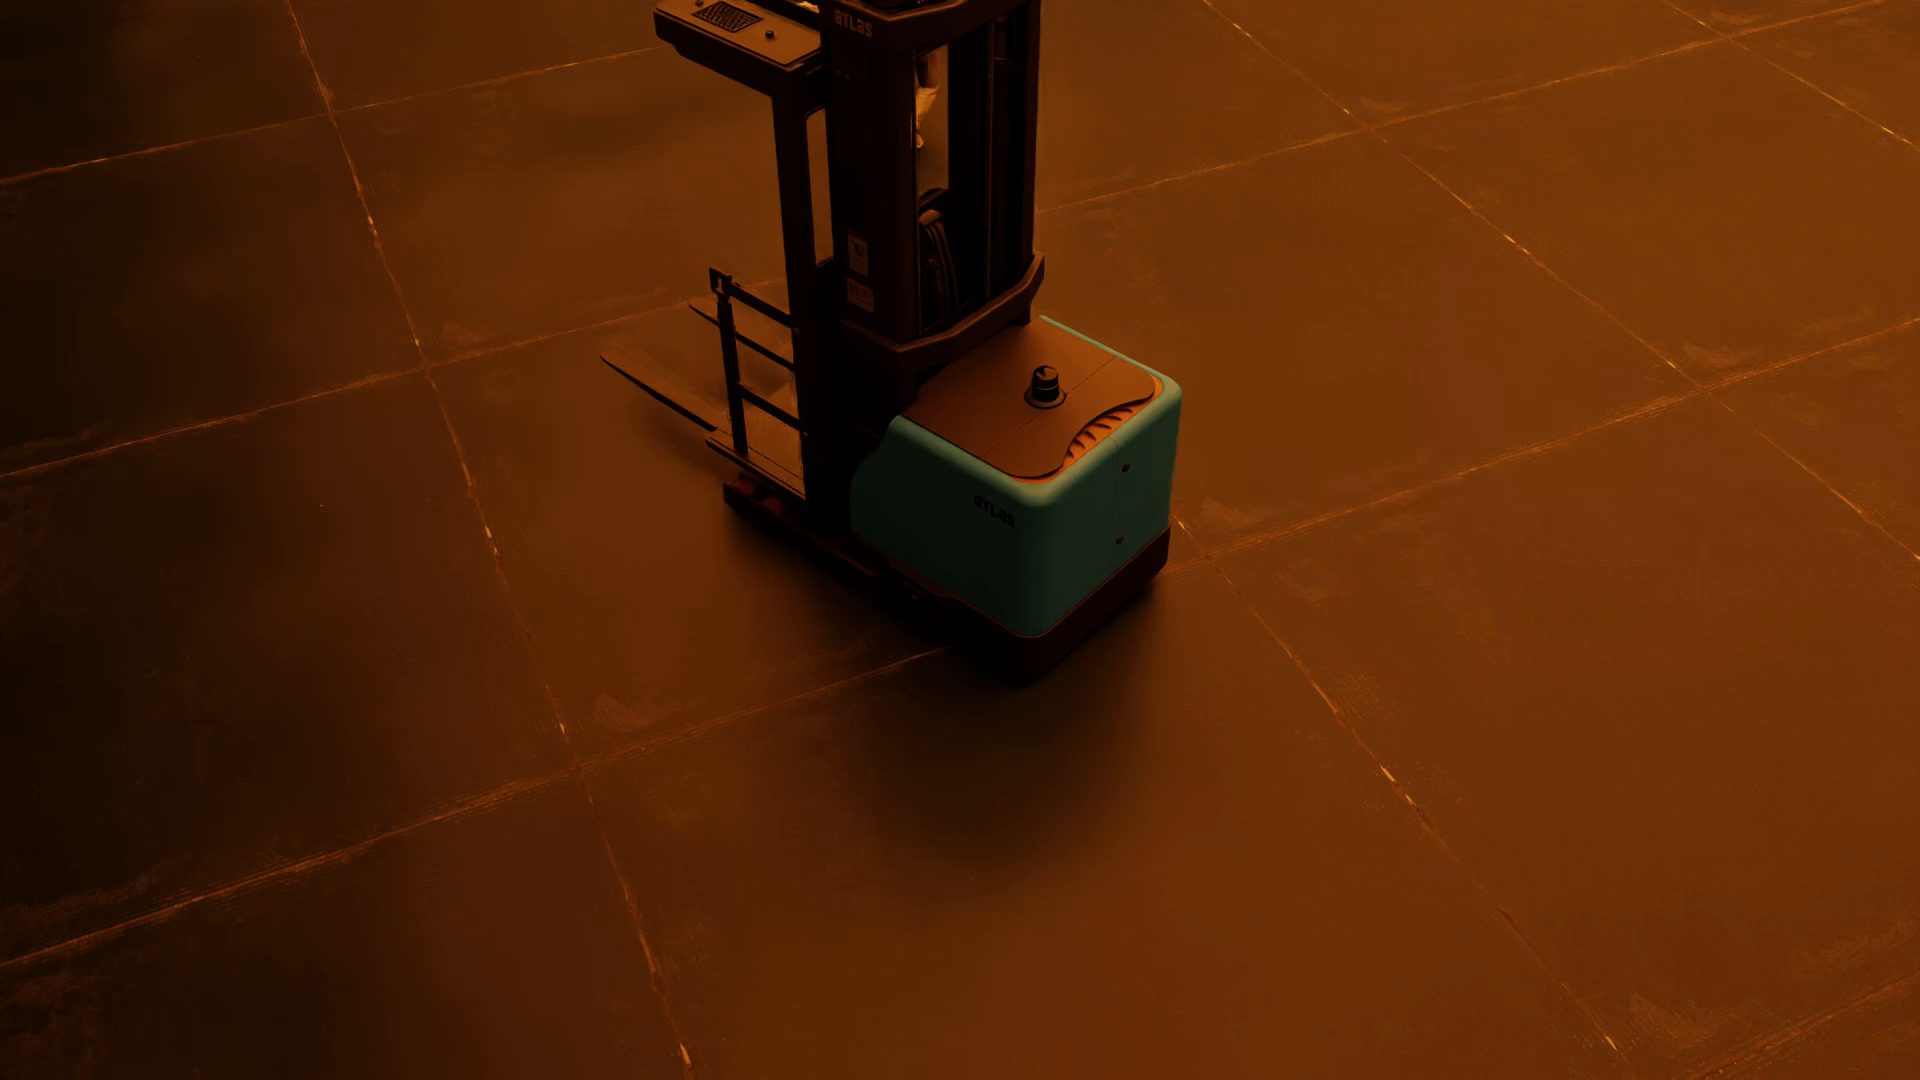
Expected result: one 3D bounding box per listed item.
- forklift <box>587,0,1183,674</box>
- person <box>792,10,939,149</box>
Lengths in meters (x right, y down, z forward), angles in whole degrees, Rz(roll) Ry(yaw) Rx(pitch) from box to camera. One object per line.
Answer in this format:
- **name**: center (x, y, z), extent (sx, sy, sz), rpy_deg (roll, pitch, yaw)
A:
- **forklift**: center (-0.510, -1.341, 7.117), extent (3.031, 2.935, 1.130), rpy_deg (29, 50, 27)
- **person**: center (-0.590, -3.155, 10.207), extent (0.936, 1.398, 0.887), rpy_deg (-6, 43, -7)
